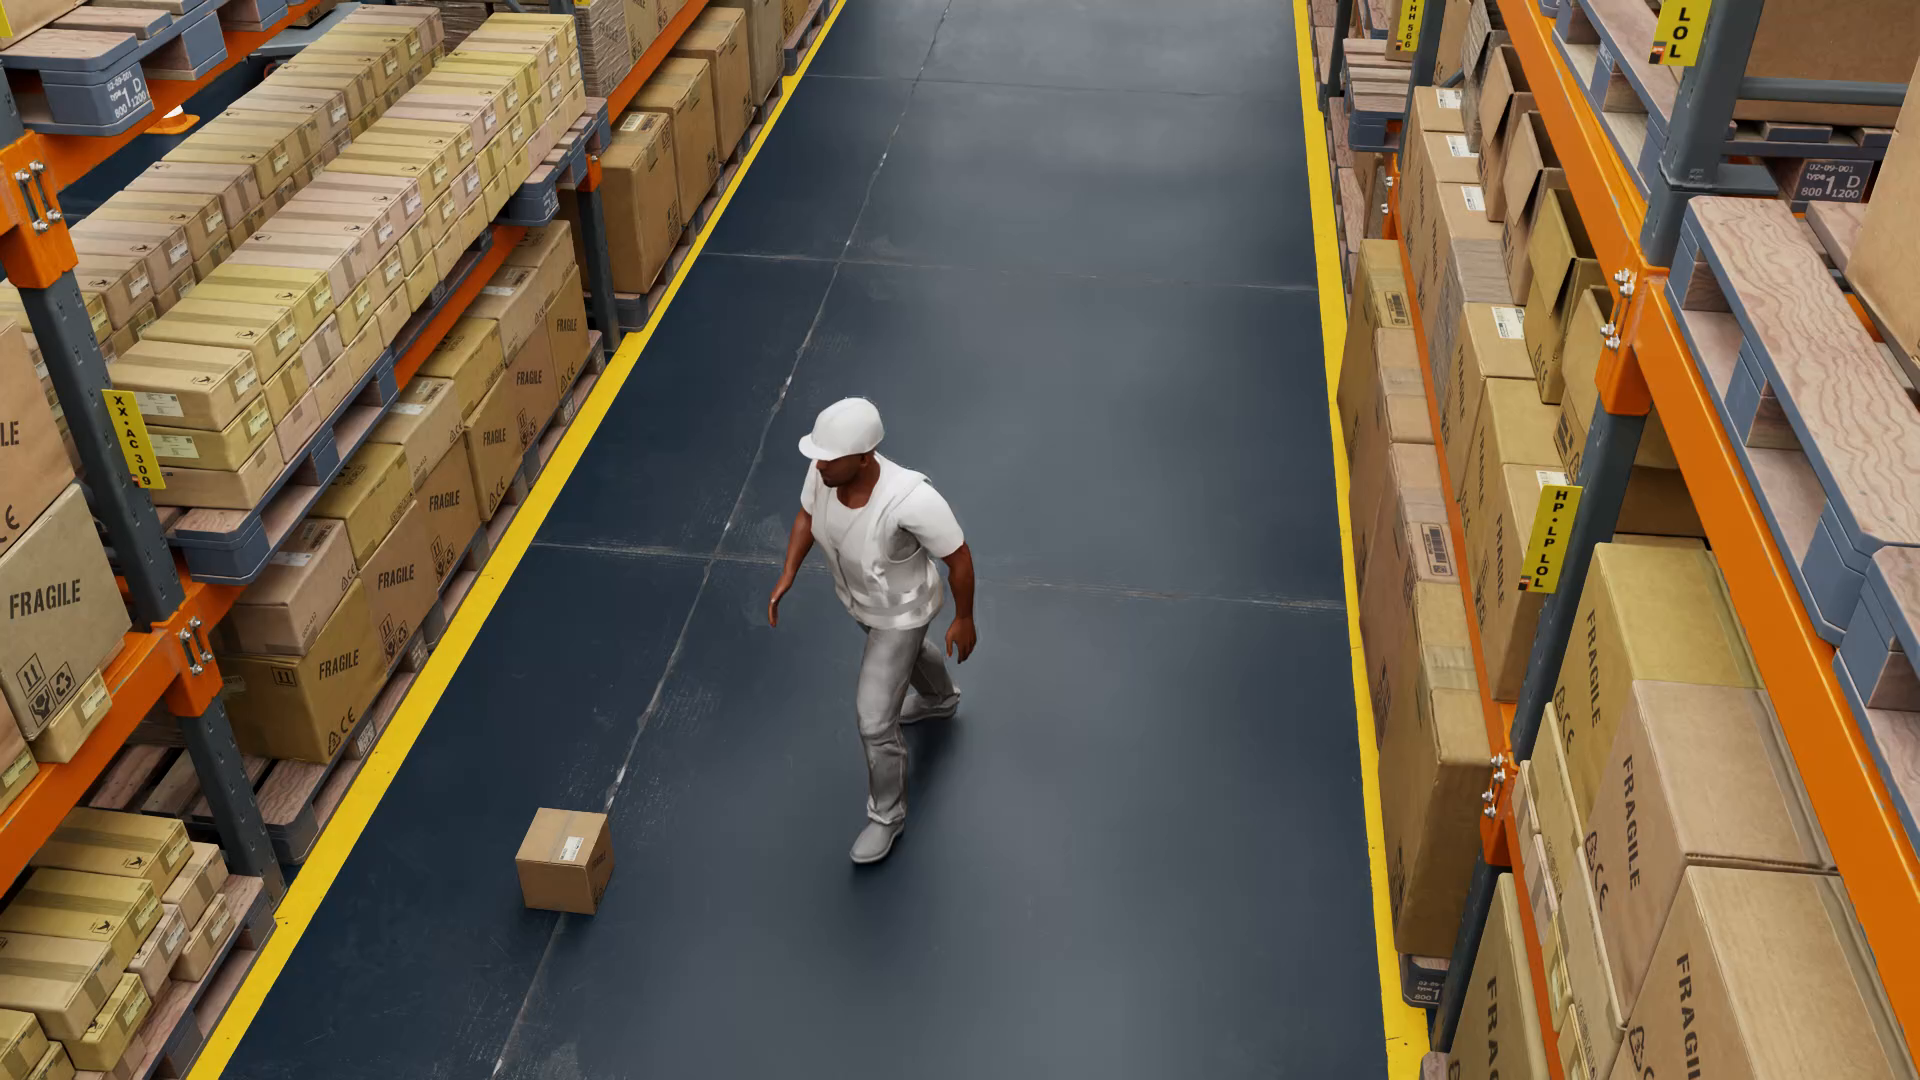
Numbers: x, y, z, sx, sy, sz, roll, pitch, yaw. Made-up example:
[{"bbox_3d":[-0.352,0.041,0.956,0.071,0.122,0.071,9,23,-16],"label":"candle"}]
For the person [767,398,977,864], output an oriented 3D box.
[{"bbox_3d":[-0.249,0.214,5.868,0.827,1.713,0.702,-25,43,-30],"label":"person"}]
